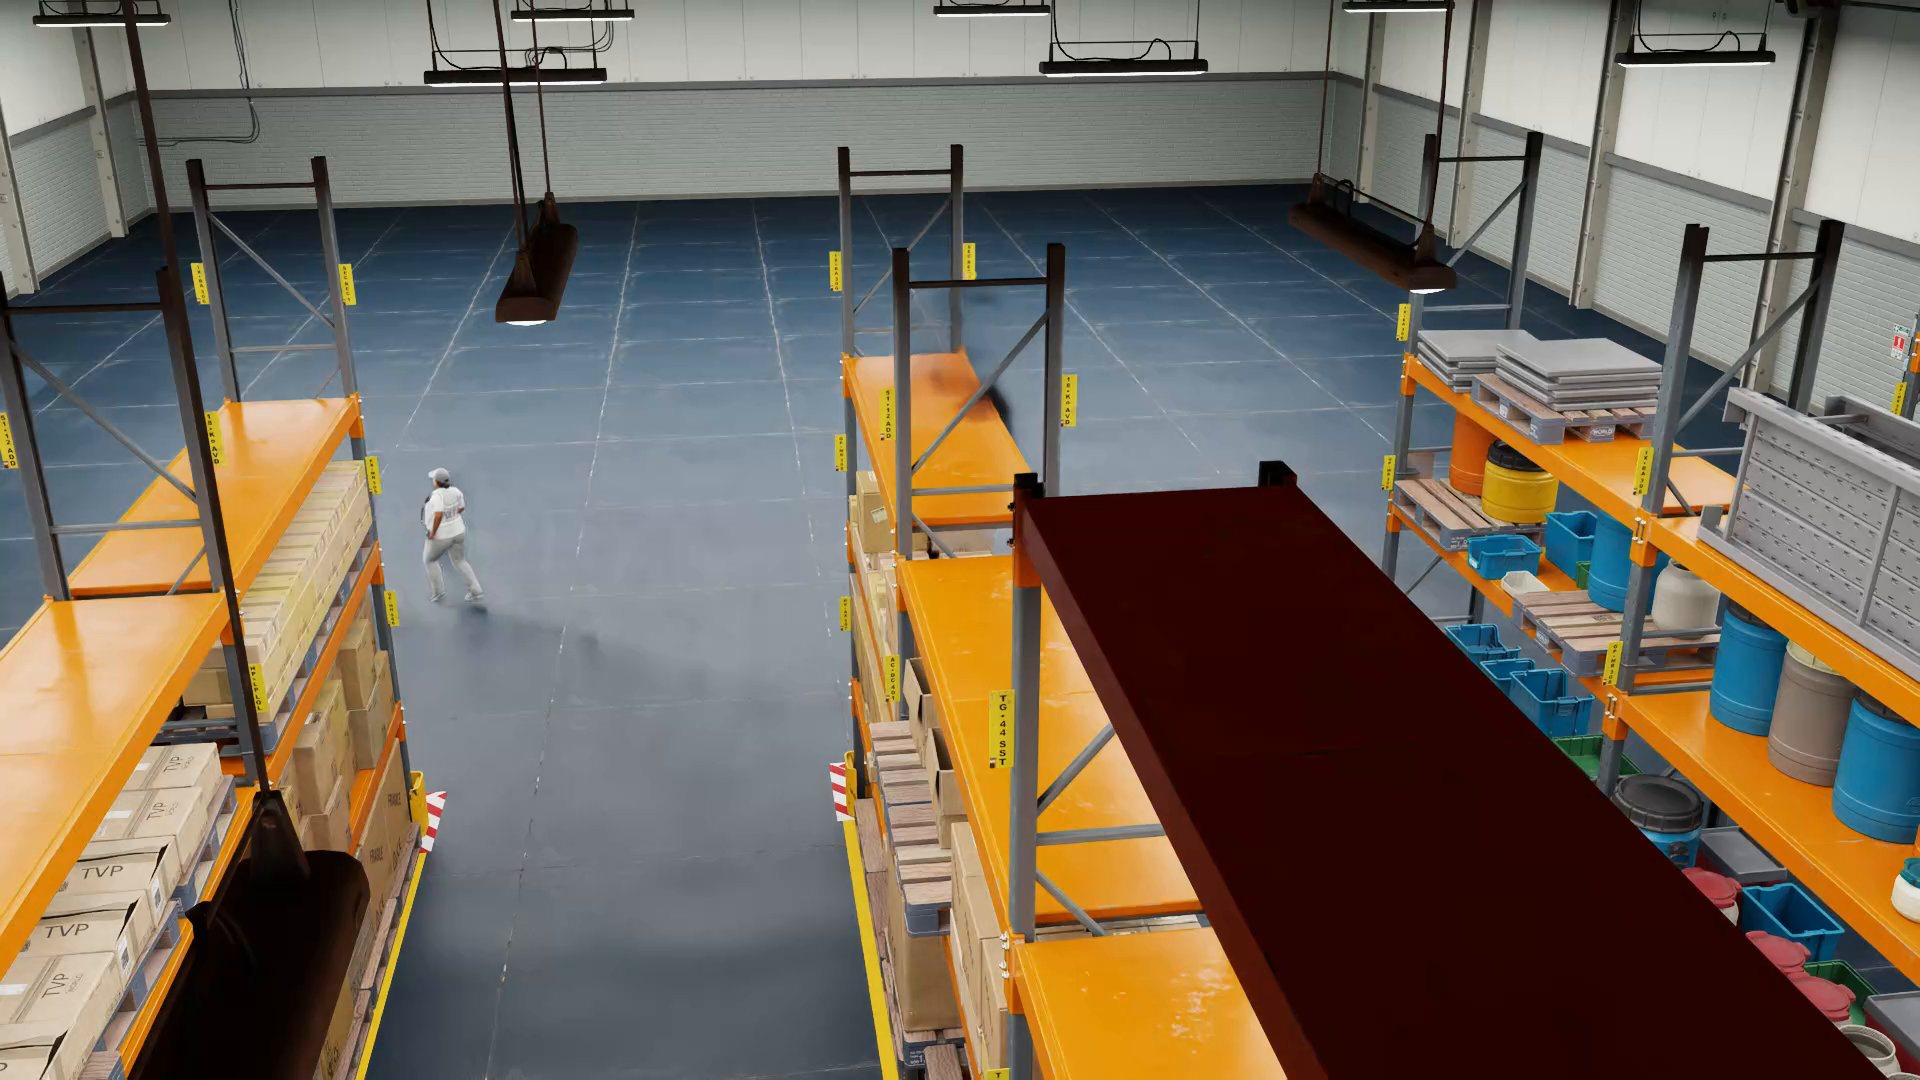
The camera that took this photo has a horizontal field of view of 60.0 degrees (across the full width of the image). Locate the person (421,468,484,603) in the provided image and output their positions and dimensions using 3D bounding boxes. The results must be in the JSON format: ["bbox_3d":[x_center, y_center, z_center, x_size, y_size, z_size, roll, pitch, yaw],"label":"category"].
[{"bbox_3d":[-5.977,-0.008,19.452,0.759,1.719,0.608,14,26,32],"label":"person"}]
